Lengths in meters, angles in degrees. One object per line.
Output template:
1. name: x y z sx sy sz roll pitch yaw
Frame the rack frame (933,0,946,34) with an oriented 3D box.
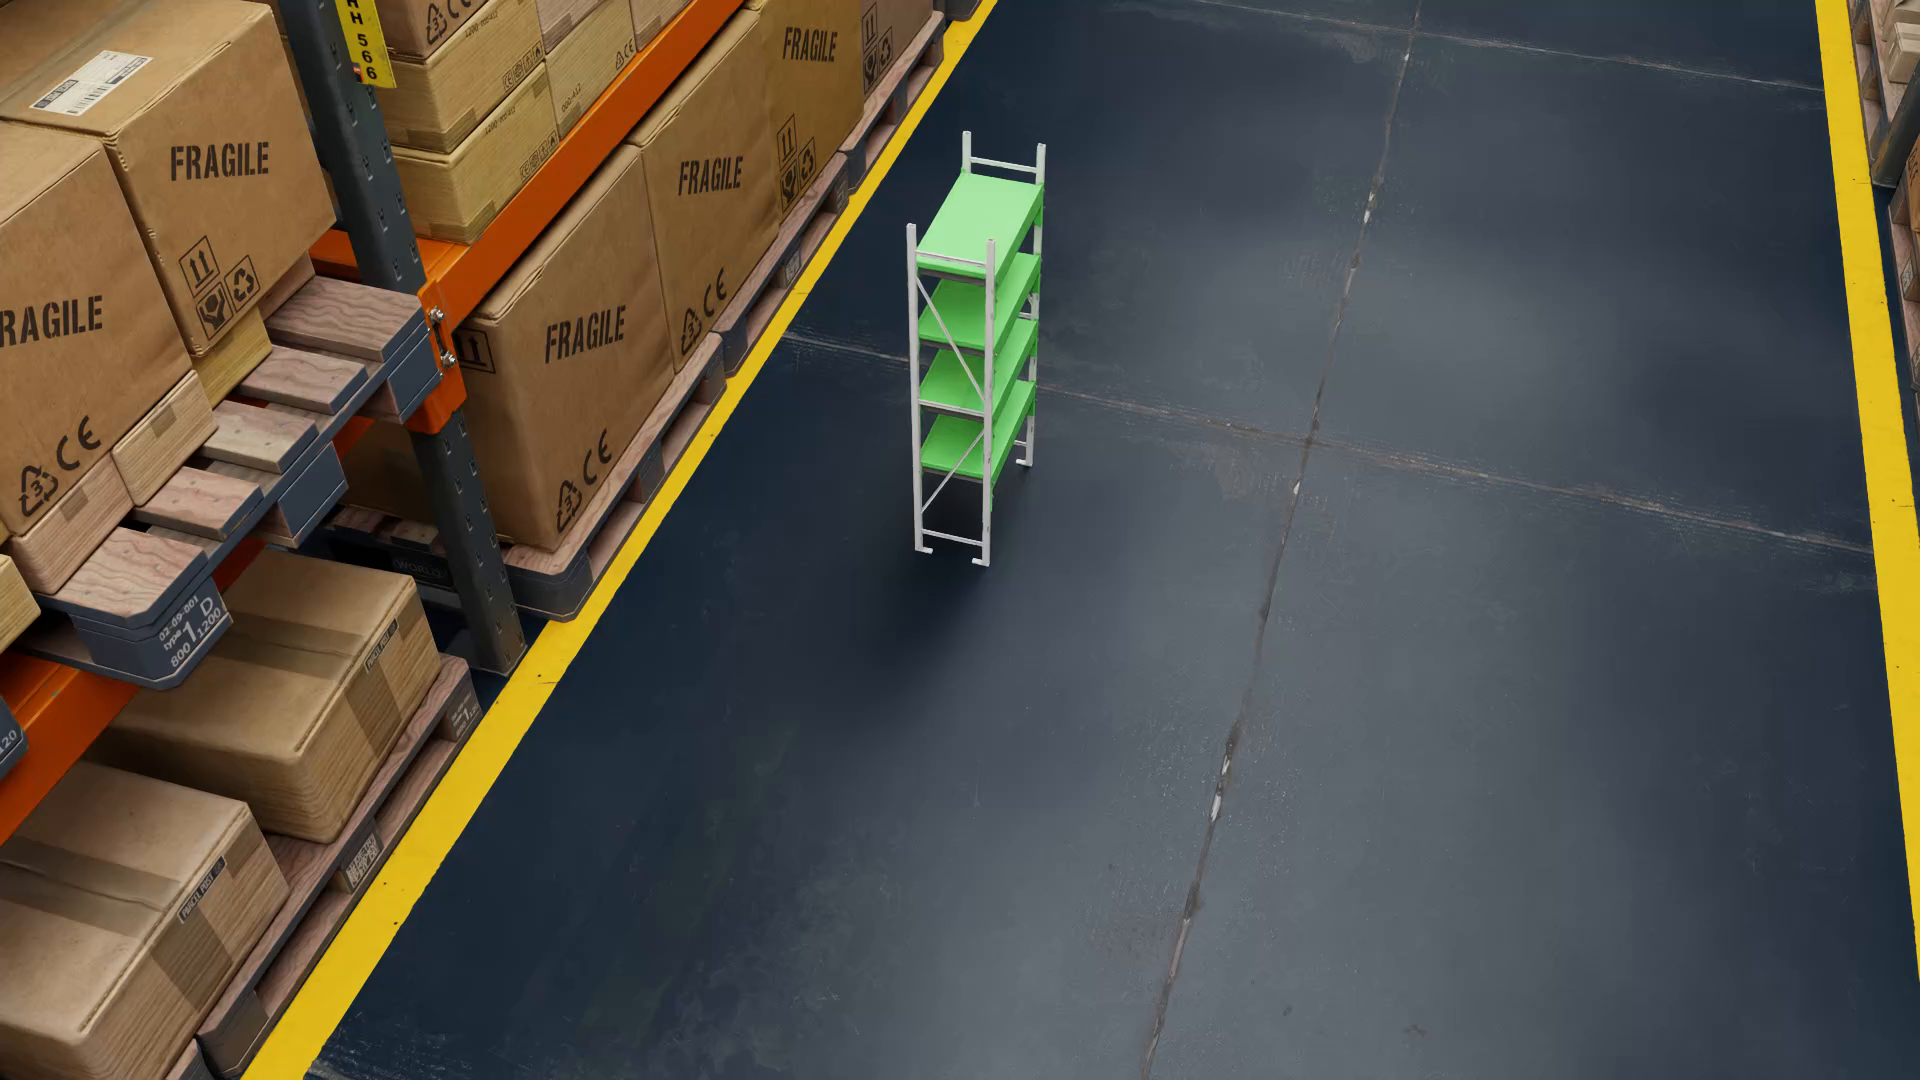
1. rack frame: -0.561 -3.480 6.662 1.000 3.000 0.127 13 46 13

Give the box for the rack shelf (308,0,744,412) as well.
1. rack shelf: -1.166 -1.890 5.551 1.077 0.370 4.000 13 46 13

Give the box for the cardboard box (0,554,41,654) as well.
1. cardboard box: -1.847 0.118 2.864 0.380 0.149 0.250 13 46 13

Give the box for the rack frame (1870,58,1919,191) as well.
1. rack frame: 4.171 -2.431 5.590 1.000 3.000 0.127 13 46 13

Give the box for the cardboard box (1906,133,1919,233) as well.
1. cardboard box: 3.810 -1.413 6.036 0.500 0.500 0.500 14 46 14

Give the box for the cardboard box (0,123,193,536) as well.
1. cardboard box: -1.791 -0.397 2.927 0.500 0.500 0.500 12 46 12

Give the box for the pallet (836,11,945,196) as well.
1. pallet: -0.722 -1.953 7.095 1.003 0.211 1.213 13 46 13

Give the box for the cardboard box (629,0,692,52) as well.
1. cardboard box: -1.081 -1.728 4.978 0.500 0.250 0.500 14 46 14

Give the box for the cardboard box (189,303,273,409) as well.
1. cardboard box: -1.659 -0.412 3.405 0.380 0.149 0.250 13 46 13

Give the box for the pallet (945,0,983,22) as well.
1. pallet: -0.256 -2.974 8.138 1.003 0.211 1.213 13 46 13

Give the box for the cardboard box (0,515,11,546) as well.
1. cardboard box: -1.942 -0.060 2.583 0.500 0.500 0.500 10 45 10

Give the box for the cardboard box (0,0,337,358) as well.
1. cardboard box: -1.645 -0.744 3.281 0.500 0.500 0.500 11 46 11

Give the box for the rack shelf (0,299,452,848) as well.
1. rack shelf: -2.378 0.776 2.826 1.077 0.370 4.000 13 46 13

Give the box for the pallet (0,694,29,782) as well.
1. pallet: -2.332 0.583 2.647 1.003 0.211 1.213 13 46 13

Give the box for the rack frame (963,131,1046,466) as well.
1. rack frame: 0.124 -0.702 5.109 0.240 1.200 0.015 13 46 13

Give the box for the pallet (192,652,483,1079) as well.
1. pallet: -2.010 0.703 4.380 1.003 0.211 1.213 13 46 13

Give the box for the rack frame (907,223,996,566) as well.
1. rack frame: -0.024 -0.377 4.777 0.240 1.200 0.015 13 46 13

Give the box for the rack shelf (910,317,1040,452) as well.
1. rack shelf: 0.050 -0.494 4.988 0.258 0.148 0.480 13 46 13

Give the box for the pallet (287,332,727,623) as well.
1. pallet: -1.461 -0.327 5.433 1.003 0.211 1.213 13 46 13

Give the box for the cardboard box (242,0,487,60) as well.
1. cardboard box: -1.389 -1.484 3.835 0.500 0.500 0.500 11 45 11

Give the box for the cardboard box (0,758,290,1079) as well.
1. cardboard box: -2.168 0.843 3.822 0.950 0.372 0.625 12 46 12

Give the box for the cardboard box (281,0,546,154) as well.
1. cardboard box: -1.383 -1.224 4.106 0.500 0.250 0.500 12 46 12

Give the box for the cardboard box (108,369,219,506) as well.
1. cardboard box: -1.693 -0.234 3.224 0.380 0.149 0.250 12 46 12

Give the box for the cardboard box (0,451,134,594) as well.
1. cardboard box: -1.777 -0.068 3.054 0.380 0.149 0.250 11 45 11

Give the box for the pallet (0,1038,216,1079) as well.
1. pallet: -2.381 1.514 3.552 1.003 0.211 1.213 13 46 13

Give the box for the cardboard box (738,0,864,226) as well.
1. cardboard box: -0.938 -1.837 6.201 0.875 0.875 0.875 14 46 14

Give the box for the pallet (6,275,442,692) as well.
1. pallet: -1.886 -0.248 3.495 1.213 0.211 1.003 13 46 13

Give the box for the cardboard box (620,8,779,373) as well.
1. cardboard box: -1.209 -1.241 5.592 0.875 0.875 0.875 13 46 13

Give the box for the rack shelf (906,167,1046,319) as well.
1. rack shelf: 0.050 -0.837 4.652 0.258 0.148 0.480 13 46 13

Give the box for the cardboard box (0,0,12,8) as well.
1. cardboard box: -2.129 -0.855 3.395 0.500 0.500 0.500 11 46 11

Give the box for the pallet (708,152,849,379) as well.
1. pallet: -1.090 -1.137 6.261 1.003 0.211 1.213 13 46 13

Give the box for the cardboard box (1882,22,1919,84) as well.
1. cardboard box: 4.060 -1.996 6.883 0.380 0.149 0.250 11 45 11

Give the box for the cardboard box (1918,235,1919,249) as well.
1. cardboard box: 3.658 -1.056 5.671 0.500 0.500 0.500 12 46 12

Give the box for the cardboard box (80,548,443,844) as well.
1. cardboard box: -1.952 0.350 4.326 0.950 0.372 0.625 10 45 10

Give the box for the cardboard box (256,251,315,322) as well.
1. cardboard box: -1.647 -0.606 3.604 0.380 0.149 0.250 14 46 14

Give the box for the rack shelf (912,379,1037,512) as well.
1. rack shelf: 0.050 -0.322 5.156 0.258 0.148 0.480 13 46 13

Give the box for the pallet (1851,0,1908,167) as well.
1. pallet: 4.380 -1.892 7.033 1.003 0.211 1.213 13 46 13

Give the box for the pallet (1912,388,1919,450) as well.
1. pallet: 3.593 -0.068 5.169 1.003 0.211 1.213 13 46 13

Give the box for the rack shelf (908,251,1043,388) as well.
1. rack shelf: 0.050 -0.665 4.820 0.258 0.148 0.480 13 46 13

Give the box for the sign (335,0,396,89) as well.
1. sign: -1.252 -1.091 3.449 0.100 0.325 0.005 13 46 13

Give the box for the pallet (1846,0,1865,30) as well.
1. pallet: 4.748 -2.708 7.866 1.003 0.211 1.213 13 46 13

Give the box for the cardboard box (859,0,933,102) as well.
1. cardboard box: -0.672 -2.440 6.818 0.875 0.875 0.875 14 46 14

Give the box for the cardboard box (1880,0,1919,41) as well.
1. cardboard box: 4.168 -2.276 7.085 0.396 0.266 0.258 14 46 14

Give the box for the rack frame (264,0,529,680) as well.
1. rack frame: -1.772 -0.814 3.937 1.000 3.000 0.127 13 46 13

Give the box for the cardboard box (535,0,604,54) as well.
1. cardboard box: -1.226 -1.569 4.458 0.500 0.250 0.500 14 46 13

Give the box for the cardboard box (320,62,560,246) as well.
1. cardboard box: -1.384 -1.033 4.268 0.500 0.250 0.500 12 46 12

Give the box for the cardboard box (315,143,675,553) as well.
1. cardboard box: -1.484 -0.647 4.986 0.875 0.875 0.875 12 46 12

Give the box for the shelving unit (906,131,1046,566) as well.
1. shelving unit: 0.050 -0.539 4.943 0.258 1.200 0.503 13 46 13

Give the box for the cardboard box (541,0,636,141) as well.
1. cardboard box: -1.245 -1.379 4.622 0.500 0.250 0.500 11 46 11

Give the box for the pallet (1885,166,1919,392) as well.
1. pallet: 3.961 -0.884 6.003 1.003 0.211 1.213 13 46 13
